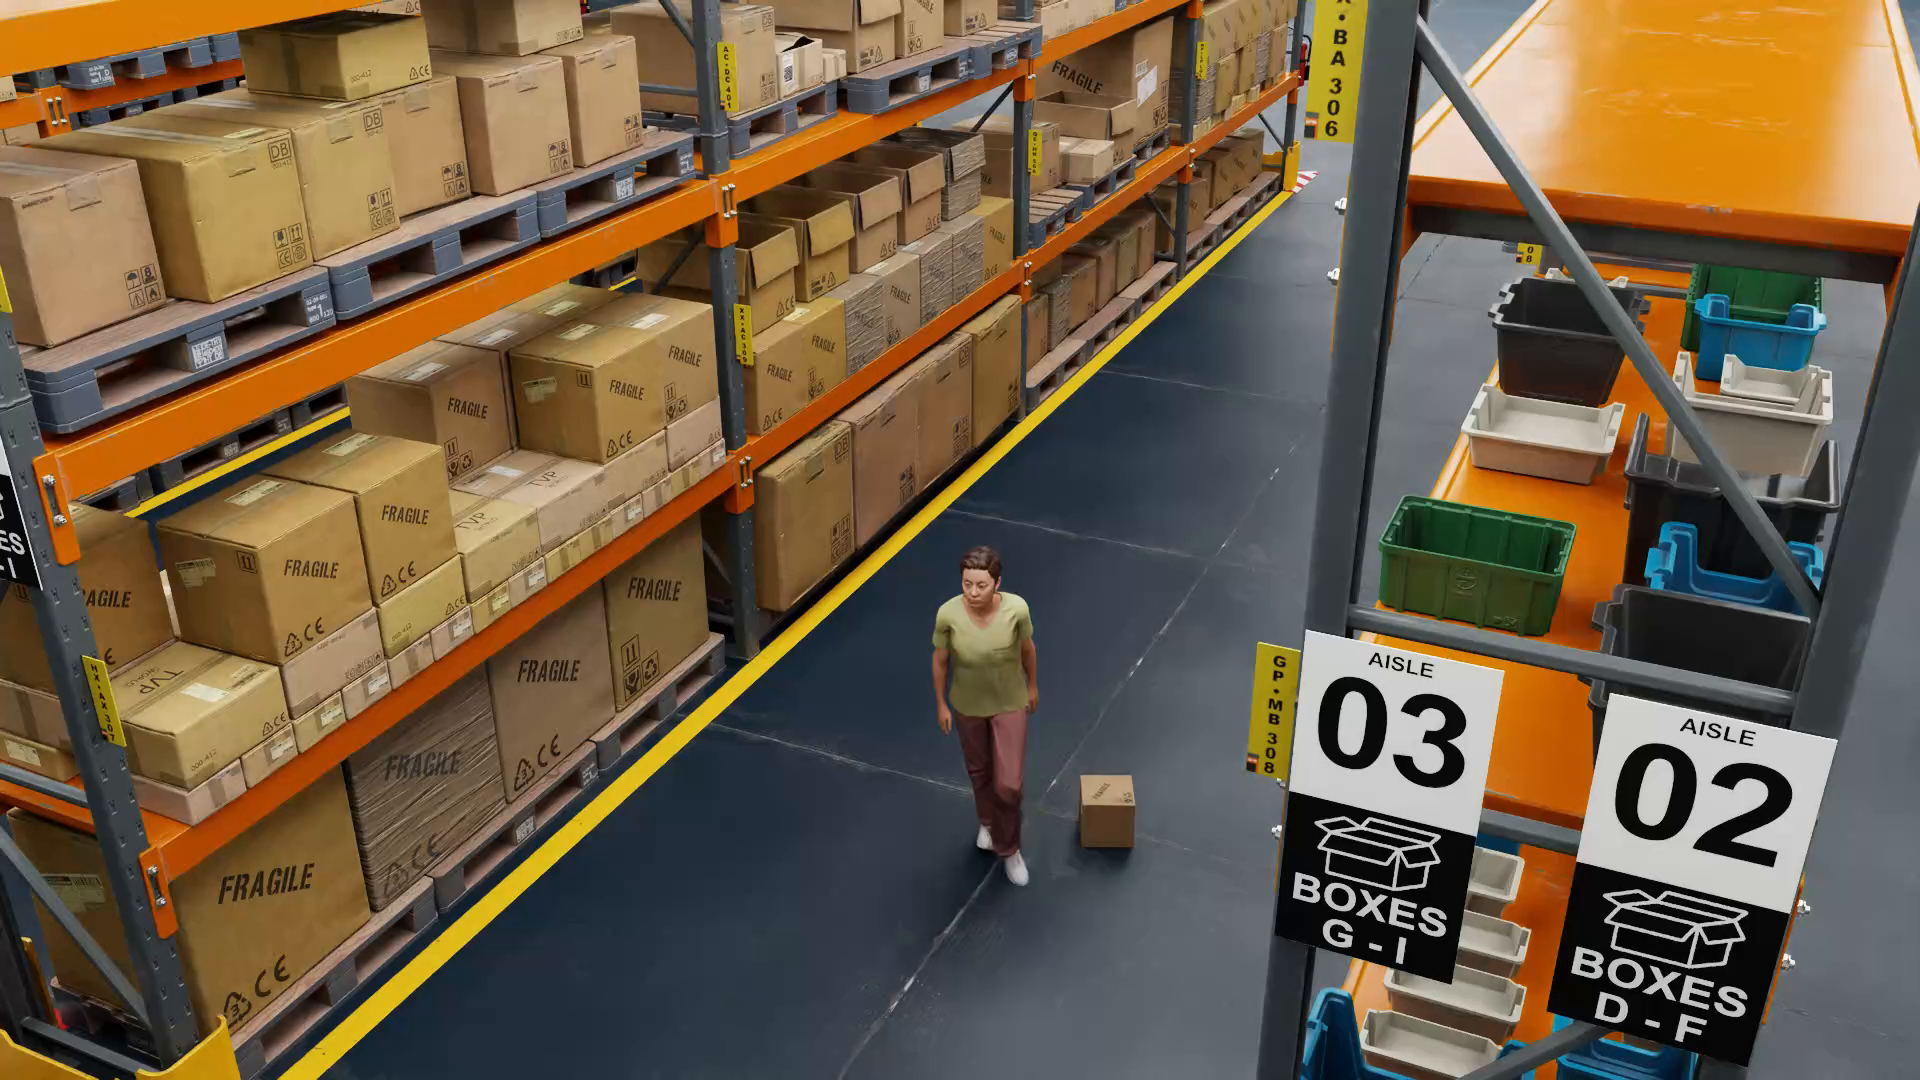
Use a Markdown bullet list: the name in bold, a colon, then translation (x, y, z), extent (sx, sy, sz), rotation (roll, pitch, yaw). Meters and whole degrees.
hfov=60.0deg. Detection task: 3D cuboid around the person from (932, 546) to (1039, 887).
- **person**: translation (0.114, 0.756, 7.594), extent (0.473, 1.688, 0.539), rotation (3, 26, 7)
